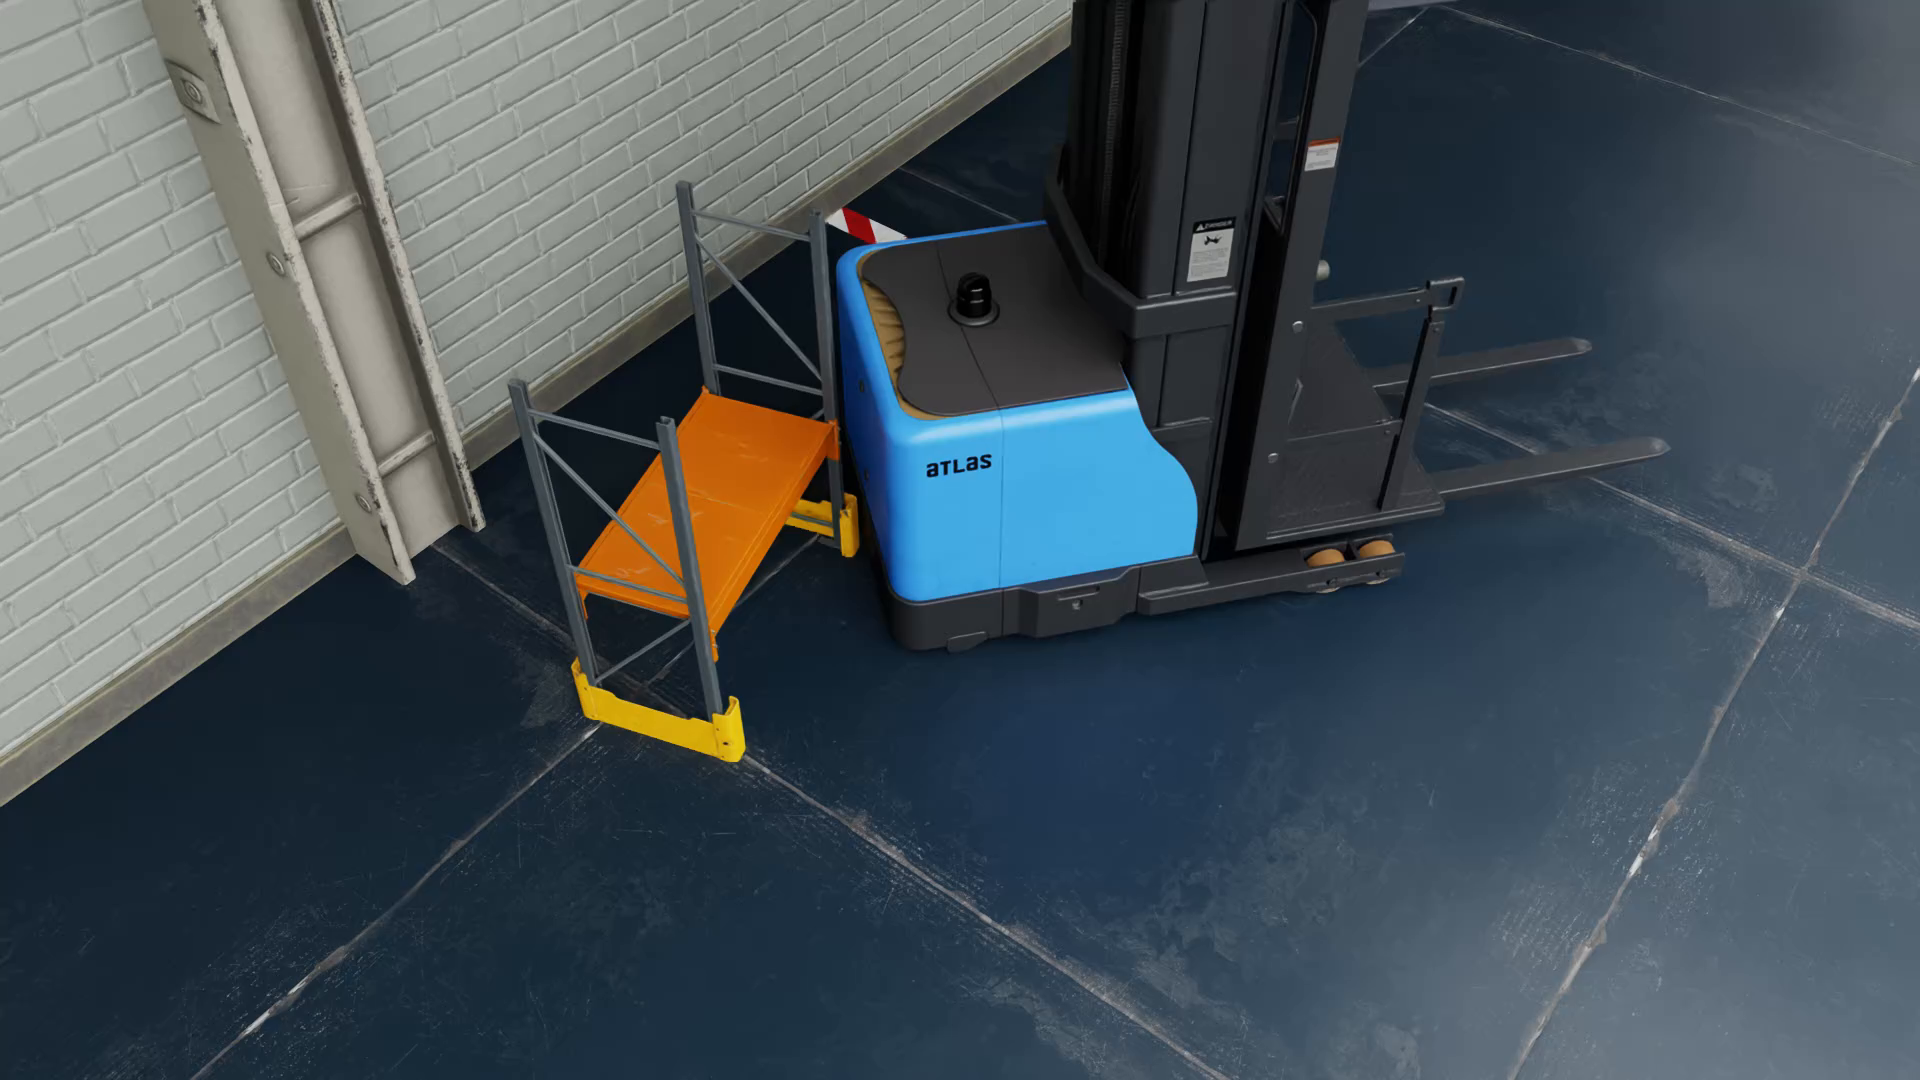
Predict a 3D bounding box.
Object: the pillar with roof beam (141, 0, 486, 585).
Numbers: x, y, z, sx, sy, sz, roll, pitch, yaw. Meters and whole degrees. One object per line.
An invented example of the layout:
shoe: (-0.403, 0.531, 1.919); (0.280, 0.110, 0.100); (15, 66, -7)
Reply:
pillar with roof beam: (1.372, -1.218, 1.191); (9.100, 9.000, 0.400); (29, 53, 25)

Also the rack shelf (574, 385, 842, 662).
rack shelf: (-0.834, -0.081, 5.539); (0.538, 0.185, 1.000); (15, 48, 14)

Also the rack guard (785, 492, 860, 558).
rack guard: (-0.659, -0.117, 6.189); (0.587, 0.250, 0.087); (15, 48, 14)

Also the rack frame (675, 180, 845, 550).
rack frame: (-0.659, -0.550, 5.738); (0.500, 1.500, 0.032); (15, 48, 14)

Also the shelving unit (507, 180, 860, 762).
shelving unit: (-0.831, -0.211, 5.414); (0.587, 1.500, 1.083); (15, 48, 14)

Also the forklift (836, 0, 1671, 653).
forklift: (1.132, -1.183, 5.353); (3.031, 2.935, 1.130); (-10, 47, -9)

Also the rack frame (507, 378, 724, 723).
rack frame: (-1.010, 0.140, 5.079); (0.500, 1.500, 0.032); (15, 48, 14)

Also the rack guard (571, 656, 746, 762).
rack guard: (-1.003, 0.559, 5.544); (0.587, 0.250, 0.087); (15, 48, 14)
